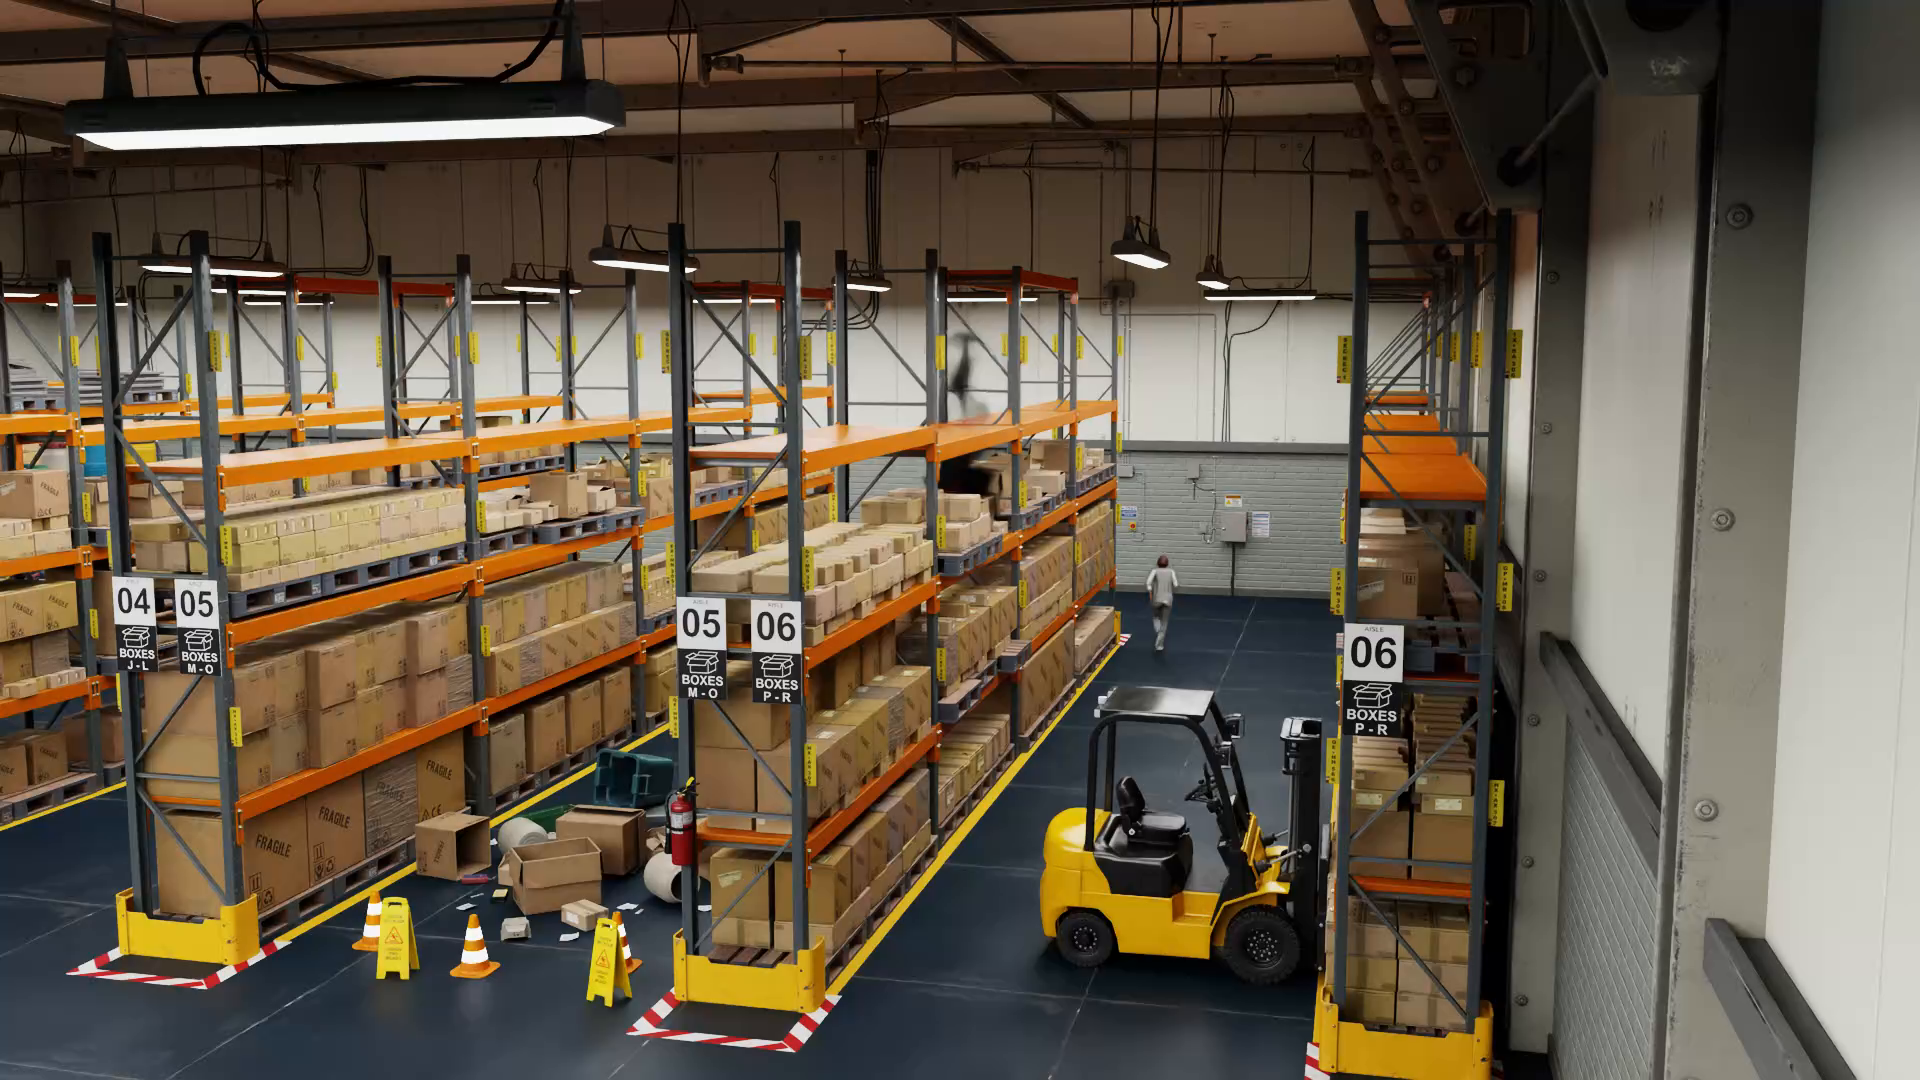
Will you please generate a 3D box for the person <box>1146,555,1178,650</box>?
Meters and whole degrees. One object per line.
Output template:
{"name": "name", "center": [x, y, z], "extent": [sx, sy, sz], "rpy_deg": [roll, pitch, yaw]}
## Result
{"name": "person", "center": [3.345, 1.043, 27.545], "extent": [0.515, 1.534, 0.615], "rpy_deg": [1, 7, 8]}
